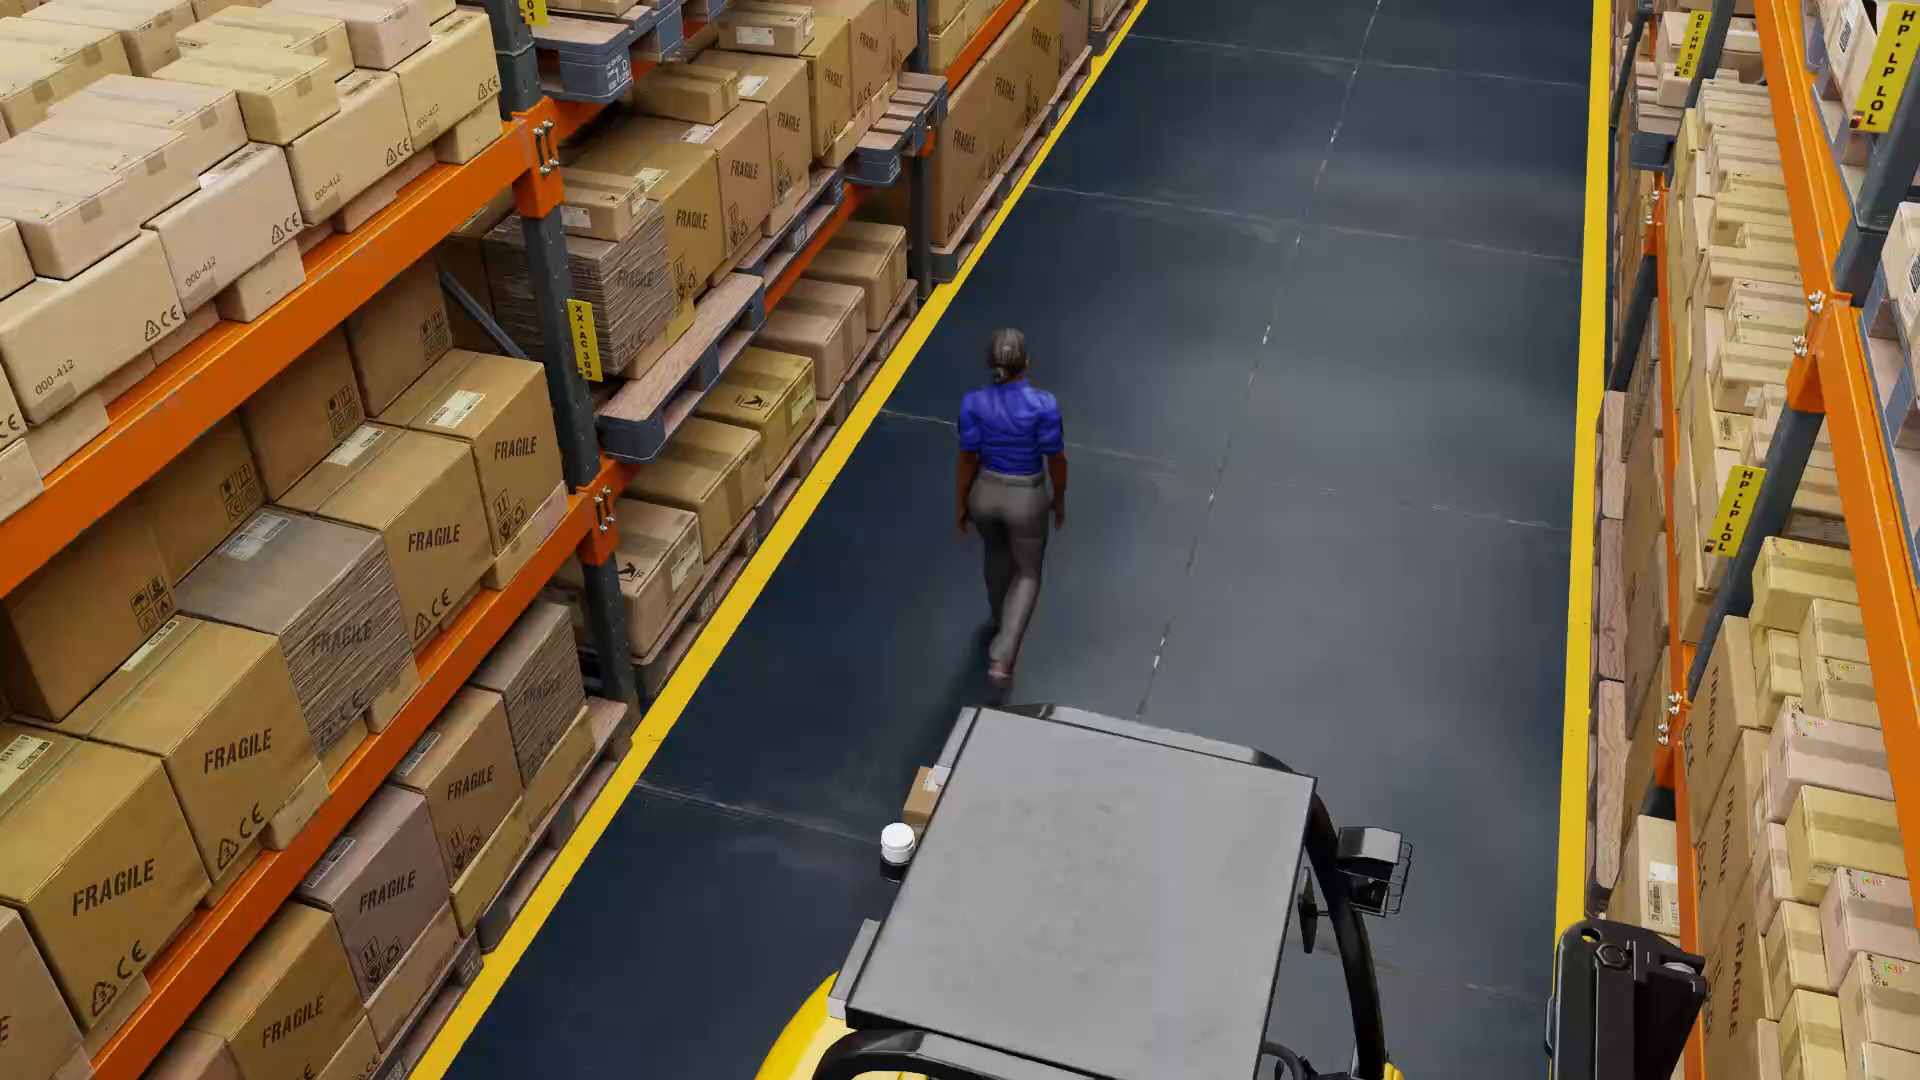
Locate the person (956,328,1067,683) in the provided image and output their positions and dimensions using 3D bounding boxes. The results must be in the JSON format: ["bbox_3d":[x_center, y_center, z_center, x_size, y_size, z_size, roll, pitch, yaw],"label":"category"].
[{"bbox_3d":[0.207,-0.138,7.064,0.459,1.617,0.877,8,38,11],"label":"person"}]
